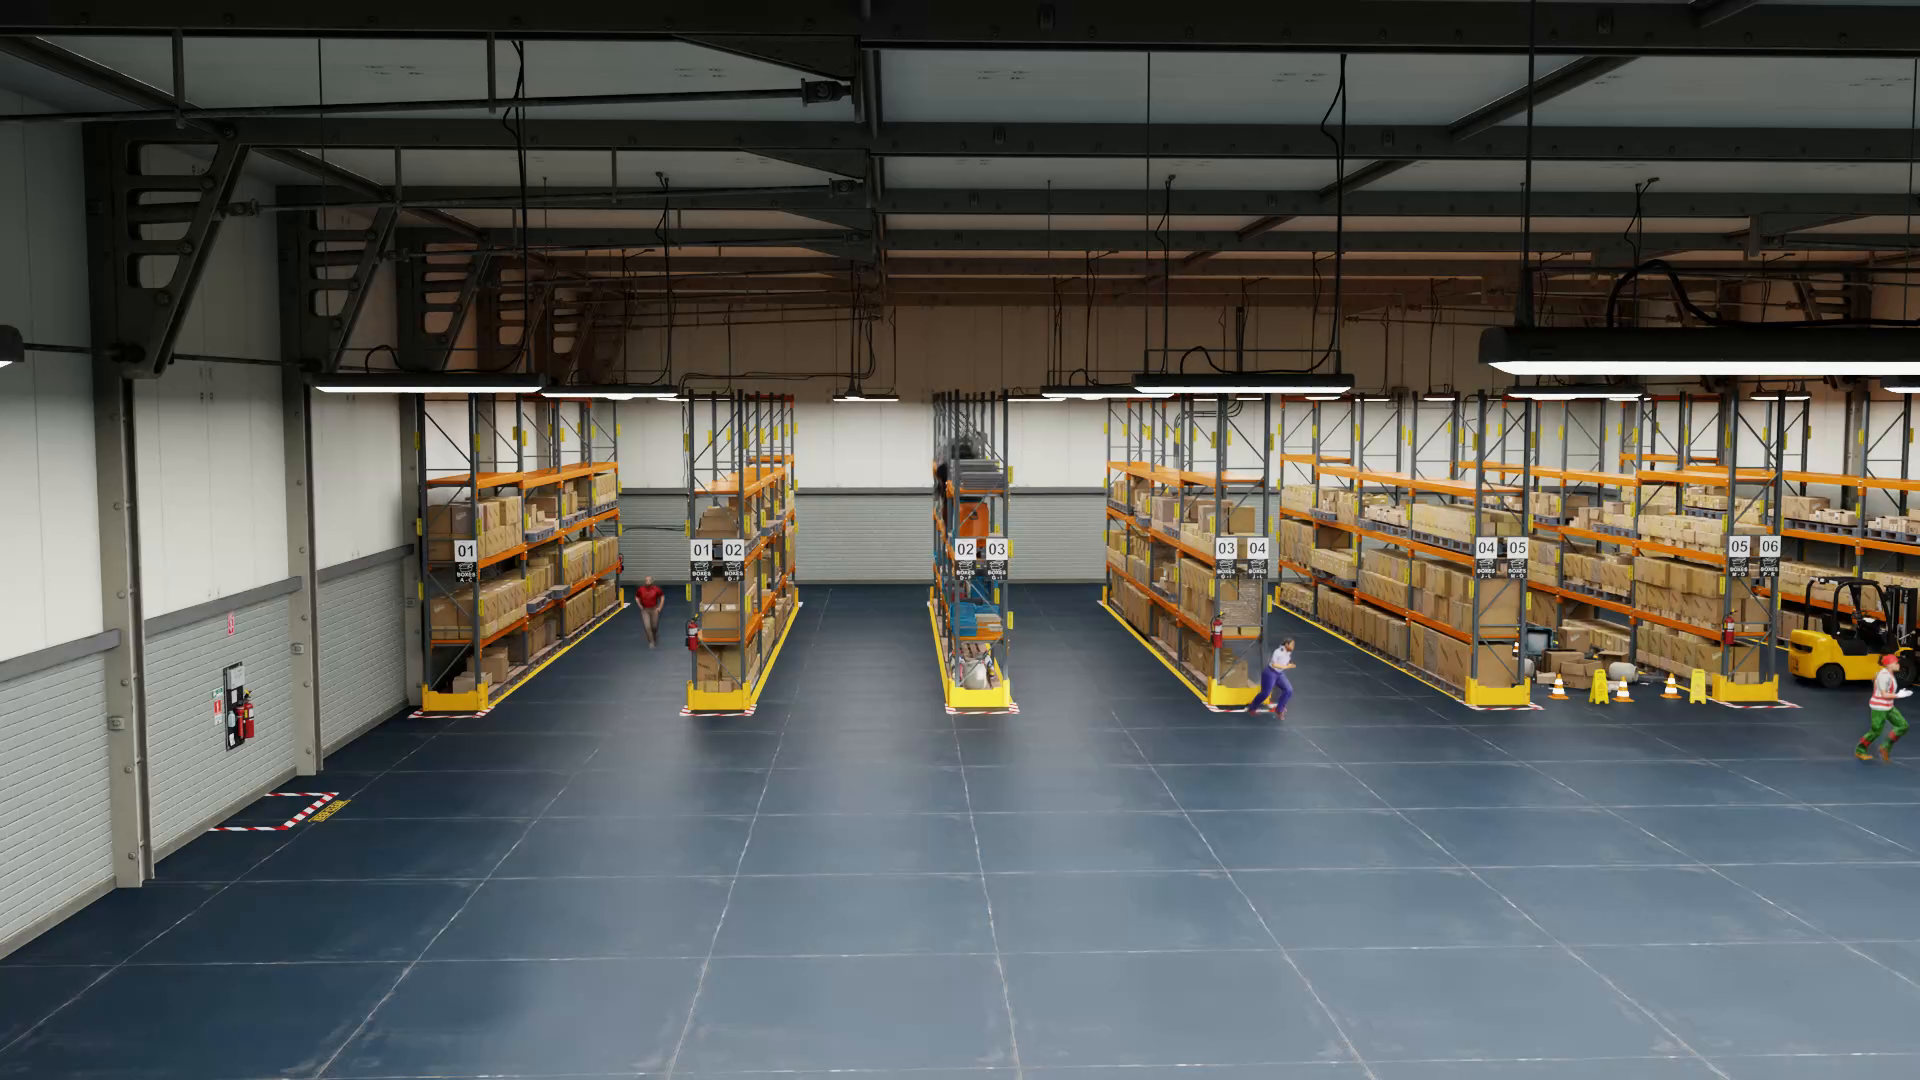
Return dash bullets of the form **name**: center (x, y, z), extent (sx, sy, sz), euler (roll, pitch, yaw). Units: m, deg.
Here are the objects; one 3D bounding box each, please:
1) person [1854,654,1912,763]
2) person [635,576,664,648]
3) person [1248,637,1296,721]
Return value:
- **person**: center (14.677, 2.672, 26.402), extent (0.808, 1.746, 0.697), euler (4, 6, 42)
- **person**: center (-7.326, 1.693, 39.256), extent (0.681, 1.691, 0.578), euler (0, 5, -5)
- **person**: center (5.697, 2.524, 30.230), extent (0.957, 1.568, 0.645), euler (4, 6, 38)
